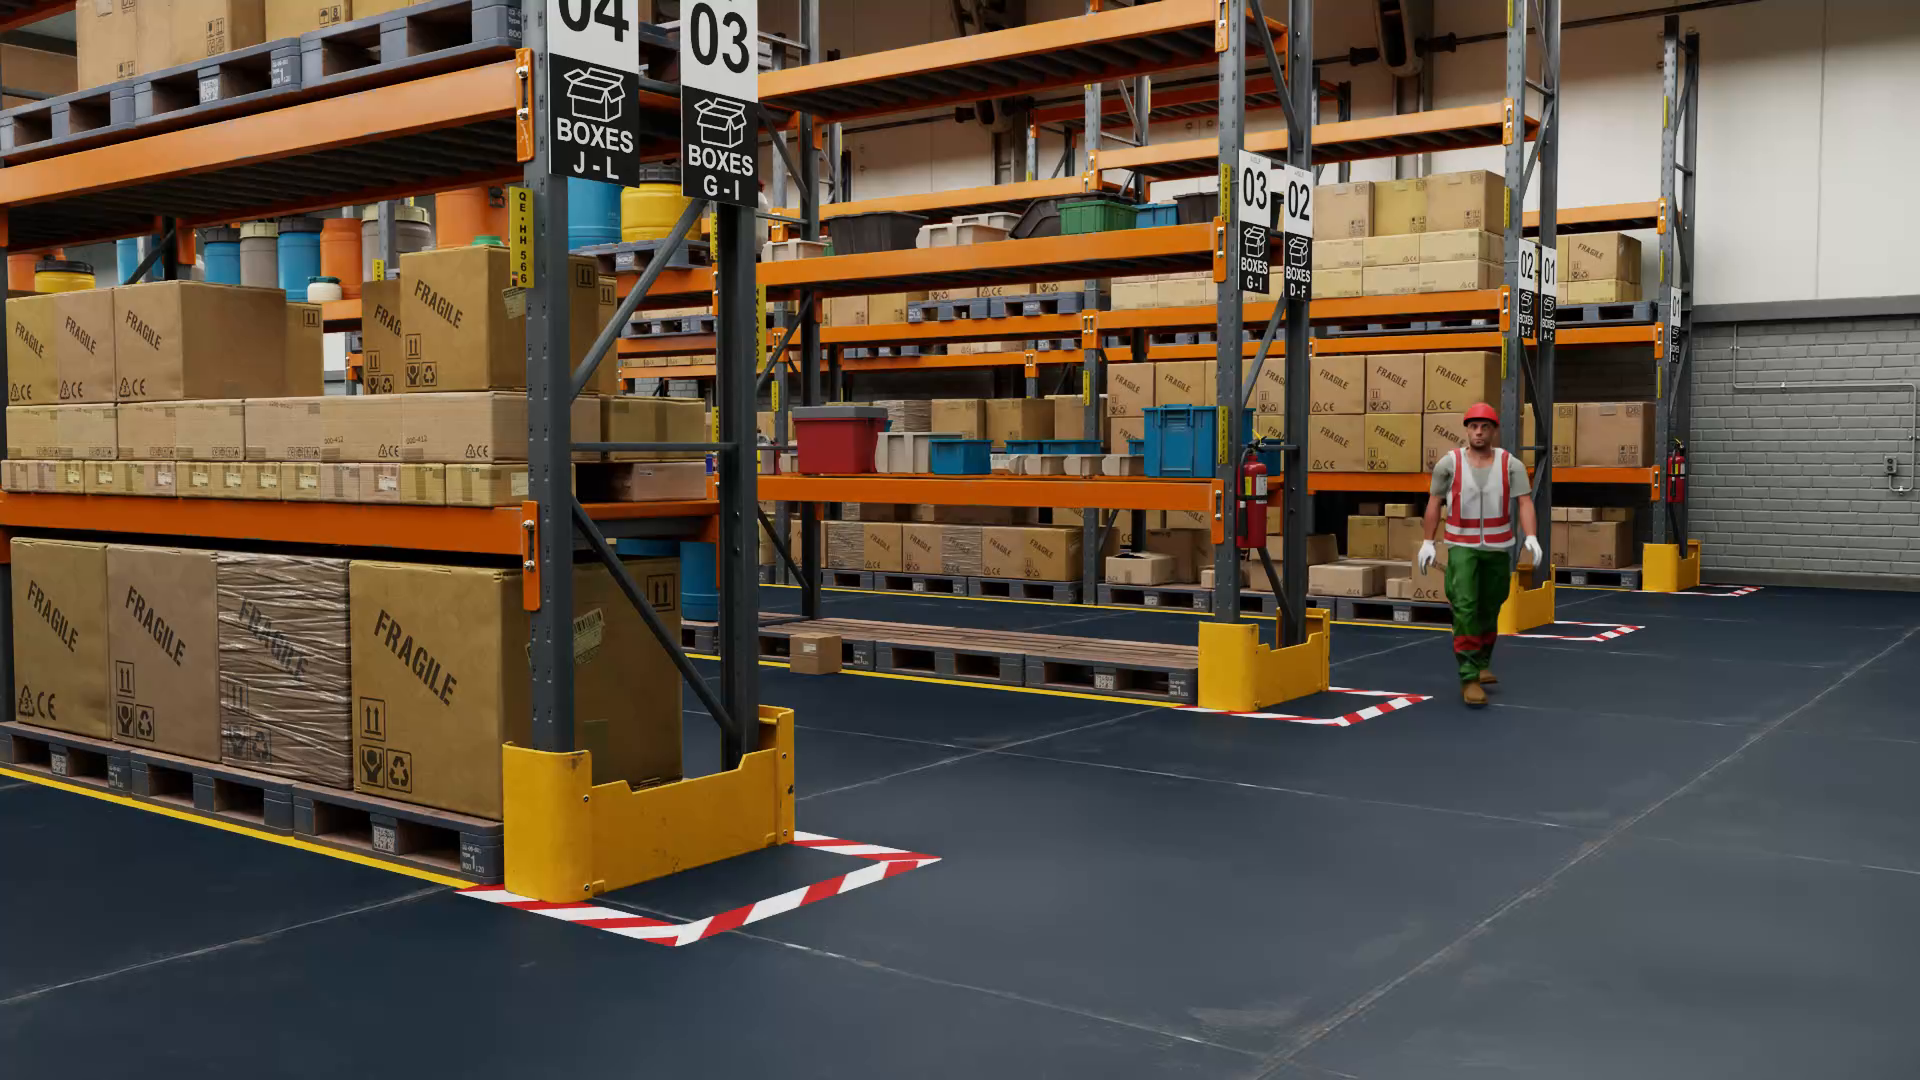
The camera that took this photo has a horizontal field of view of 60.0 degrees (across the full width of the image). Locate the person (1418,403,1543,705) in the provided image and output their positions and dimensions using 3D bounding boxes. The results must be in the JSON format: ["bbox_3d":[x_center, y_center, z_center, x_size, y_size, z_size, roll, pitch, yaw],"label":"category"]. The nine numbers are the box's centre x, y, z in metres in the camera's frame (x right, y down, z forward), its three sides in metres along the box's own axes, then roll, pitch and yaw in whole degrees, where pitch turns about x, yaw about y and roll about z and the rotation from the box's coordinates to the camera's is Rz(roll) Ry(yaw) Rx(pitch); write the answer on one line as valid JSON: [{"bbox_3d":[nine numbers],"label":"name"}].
[{"bbox_3d":[3.105,0.051,9.953,0.666,1.745,1.006,1,3,9],"label":"person"}]
